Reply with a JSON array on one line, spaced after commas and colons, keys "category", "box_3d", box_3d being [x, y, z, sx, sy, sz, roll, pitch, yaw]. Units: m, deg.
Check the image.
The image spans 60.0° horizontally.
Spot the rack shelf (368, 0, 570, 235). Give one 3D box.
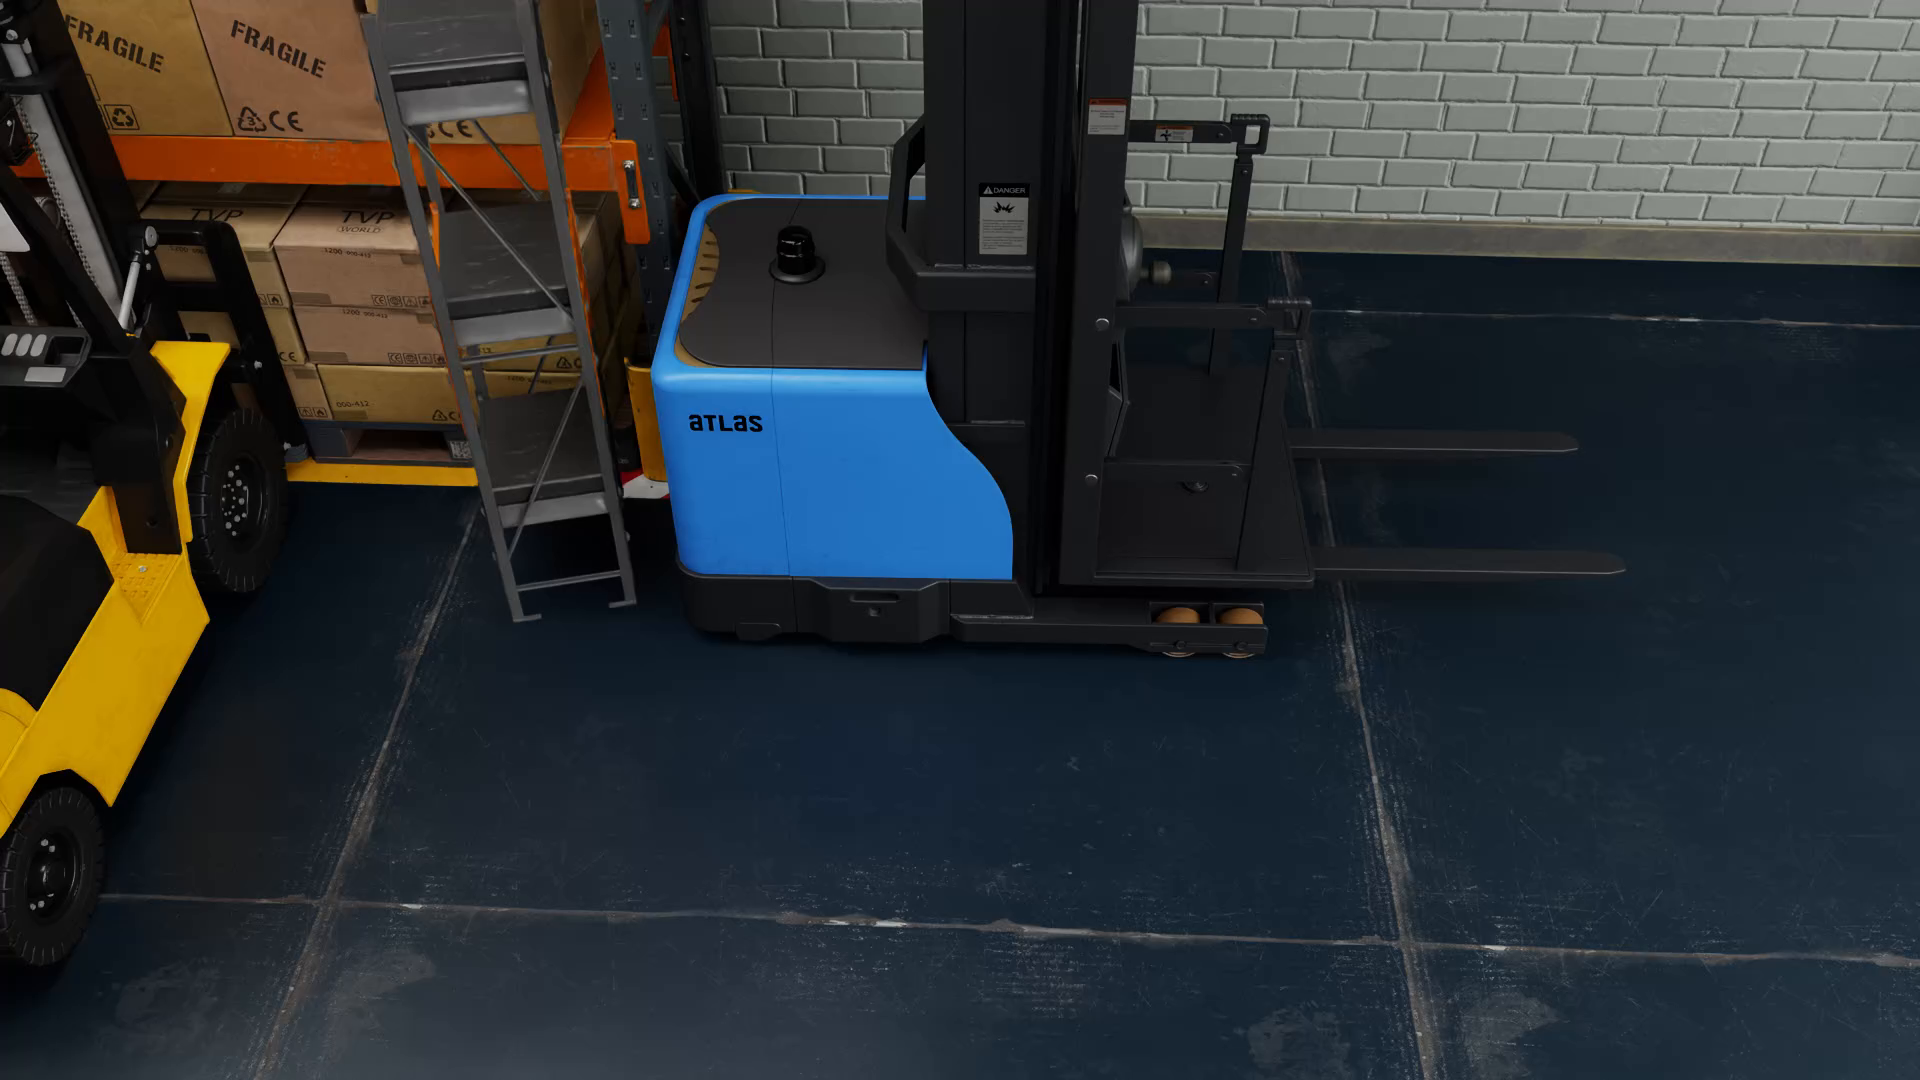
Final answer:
[{"category": "rack shelf", "box_3d": [-1.315, -1.195, 4.483, 0.431, 0.518, 0.480, -9, 44, -10]}]

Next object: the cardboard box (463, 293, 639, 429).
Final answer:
[{"category": "cardboard box", "box_3d": [-1.460, -0.650, 5.956, 0.500, 0.250, 0.500, 2, 43, 2]}]

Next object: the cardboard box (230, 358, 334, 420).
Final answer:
[{"category": "cardboard box", "box_3d": [-2.456, -0.693, 6.002, 0.500, 0.250, 0.500, 2, 43, 2]}]

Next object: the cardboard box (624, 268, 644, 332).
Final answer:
[{"category": "cardboard box", "box_3d": [-1.458, -0.998, 6.330, 0.500, 0.250, 0.500, 2, 43, 2]}]

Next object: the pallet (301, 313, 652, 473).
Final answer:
[{"category": "pallet", "box_3d": [-1.742, -0.677, 6.322, 1.213, 0.211, 1.003, 2, 43, 2]}]

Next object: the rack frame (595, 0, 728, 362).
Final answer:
[{"category": "rack frame", "box_3d": [-0.976, -1.703, 5.377, 0.127, 3.000, 1.000, 2, 43, 2]}]

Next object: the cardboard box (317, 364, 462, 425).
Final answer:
[{"category": "cardboard box", "box_3d": [-1.956, -0.671, 5.979, 0.500, 0.250, 0.500, 2, 43, 2]}]

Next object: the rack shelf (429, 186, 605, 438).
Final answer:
[{"category": "rack shelf", "box_3d": [-1.319, -0.682, 4.960, 0.431, 0.518, 0.480, -9, 44, -10]}]

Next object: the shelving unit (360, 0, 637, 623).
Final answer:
[{"category": "shelving unit", "box_3d": [-1.319, -0.692, 4.951, 0.431, 2.100, 0.503, -9, 44, -10]}]

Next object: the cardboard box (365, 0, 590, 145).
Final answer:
[{"category": "cardboard box", "box_3d": [-1.480, -1.576, 5.167, 0.500, 0.500, 0.500, 1, 43, 1]}]

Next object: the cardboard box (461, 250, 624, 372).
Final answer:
[{"category": "cardboard box", "box_3d": [-1.477, -0.835, 5.788, 0.500, 0.250, 0.500, 1, 43, 1]}]

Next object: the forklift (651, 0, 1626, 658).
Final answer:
[{"category": "forklift", "box_3d": [0.626, -1.063, 4.740, 3.031, 2.935, 1.130, 1, 43, 1]}]

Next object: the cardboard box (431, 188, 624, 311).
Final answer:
[{"category": "cardboard box", "box_3d": [-1.451, -1.018, 5.618, 0.500, 0.250, 0.500, 3, 43, 3]}]

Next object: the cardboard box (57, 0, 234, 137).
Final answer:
[{"category": "cardboard box", "box_3d": [-2.510, -1.613, 5.208, 0.500, 0.500, 0.500, 1, 43, 1]}]

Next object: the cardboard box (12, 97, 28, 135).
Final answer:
[{"category": "cardboard box", "box_3d": [-3.012, -1.621, 5.216, 0.500, 0.500, 0.500, 2, 43, 2]}]

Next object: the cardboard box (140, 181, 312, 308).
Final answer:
[{"category": "cardboard box", "box_3d": [-2.465, -1.038, 5.640, 0.500, 0.250, 0.500, 2, 43, 2]}]

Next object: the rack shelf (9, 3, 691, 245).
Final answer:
[{"category": "rack shelf", "box_3d": [-2.974, -1.501, 5.688, 4.000, 0.370, 1.077, 2, 43, 2]}]

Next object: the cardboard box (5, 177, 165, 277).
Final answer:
[{"category": "cardboard box", "box_3d": [-2.971, -1.059, 5.662, 0.500, 0.250, 0.500, 1, 43, 1]}]

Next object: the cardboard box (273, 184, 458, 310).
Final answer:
[{"category": "cardboard box", "box_3d": [-1.961, -1.030, 5.630, 0.500, 0.250, 0.500, 2, 43, 3]}]

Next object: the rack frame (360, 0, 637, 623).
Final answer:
[{"category": "rack frame", "box_3d": [-1.264, -0.530, 4.777, 0.400, 2.100, 0.015, -9, 44, -10]}]

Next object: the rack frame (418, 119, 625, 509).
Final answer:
[{"category": "rack frame", "box_3d": [-1.374, -0.854, 5.125, 0.400, 2.100, 0.015, -9, 44, -10]}]

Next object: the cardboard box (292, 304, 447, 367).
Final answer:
[{"category": "cardboard box", "box_3d": [-1.977, -0.858, 5.813, 0.500, 0.250, 0.500, 1, 43, 1]}]

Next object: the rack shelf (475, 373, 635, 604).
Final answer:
[{"category": "rack shelf", "box_3d": [-1.323, -0.170, 5.436, 0.431, 0.518, 0.480, -9, 44, -10]}]

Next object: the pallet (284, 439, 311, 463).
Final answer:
[{"category": "pallet", "box_3d": [-2.958, -0.717, 6.364, 1.213, 0.211, 1.003, 2, 43, 2]}]

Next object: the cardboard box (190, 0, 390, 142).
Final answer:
[{"category": "cardboard box", "box_3d": [-1.998, -1.598, 5.191, 0.500, 0.500, 0.500, 3, 43, 3]}]

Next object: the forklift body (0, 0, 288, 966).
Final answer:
[{"category": "forklift body", "box_3d": [-2.953, -0.208, 4.395, 1.214, 2.155, 2.313, 2, 43, 2]}]

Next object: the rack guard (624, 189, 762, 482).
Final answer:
[{"category": "rack guard", "box_3d": [-0.952, -0.787, 6.228, 0.348, 0.500, 1.175, 2, 43, 2]}]

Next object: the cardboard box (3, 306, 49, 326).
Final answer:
[{"category": "cardboard box", "box_3d": [-2.994, -0.877, 5.834, 0.500, 0.250, 0.500, 2, 43, 2]}]

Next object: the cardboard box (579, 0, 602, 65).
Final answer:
[{"category": "cardboard box", "box_3d": [-1.459, -1.944, 5.562, 0.500, 0.500, 0.500, 3, 43, 3]}]

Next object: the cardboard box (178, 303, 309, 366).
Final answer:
[{"category": "cardboard box", "box_3d": [-2.494, -0.860, 5.814, 0.500, 0.250, 0.500, 1, 43, 1]}]

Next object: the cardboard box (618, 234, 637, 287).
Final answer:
[{"category": "cardboard box", "box_3d": [-1.437, -1.189, 6.168, 0.500, 0.250, 0.500, 2, 43, 3]}]
